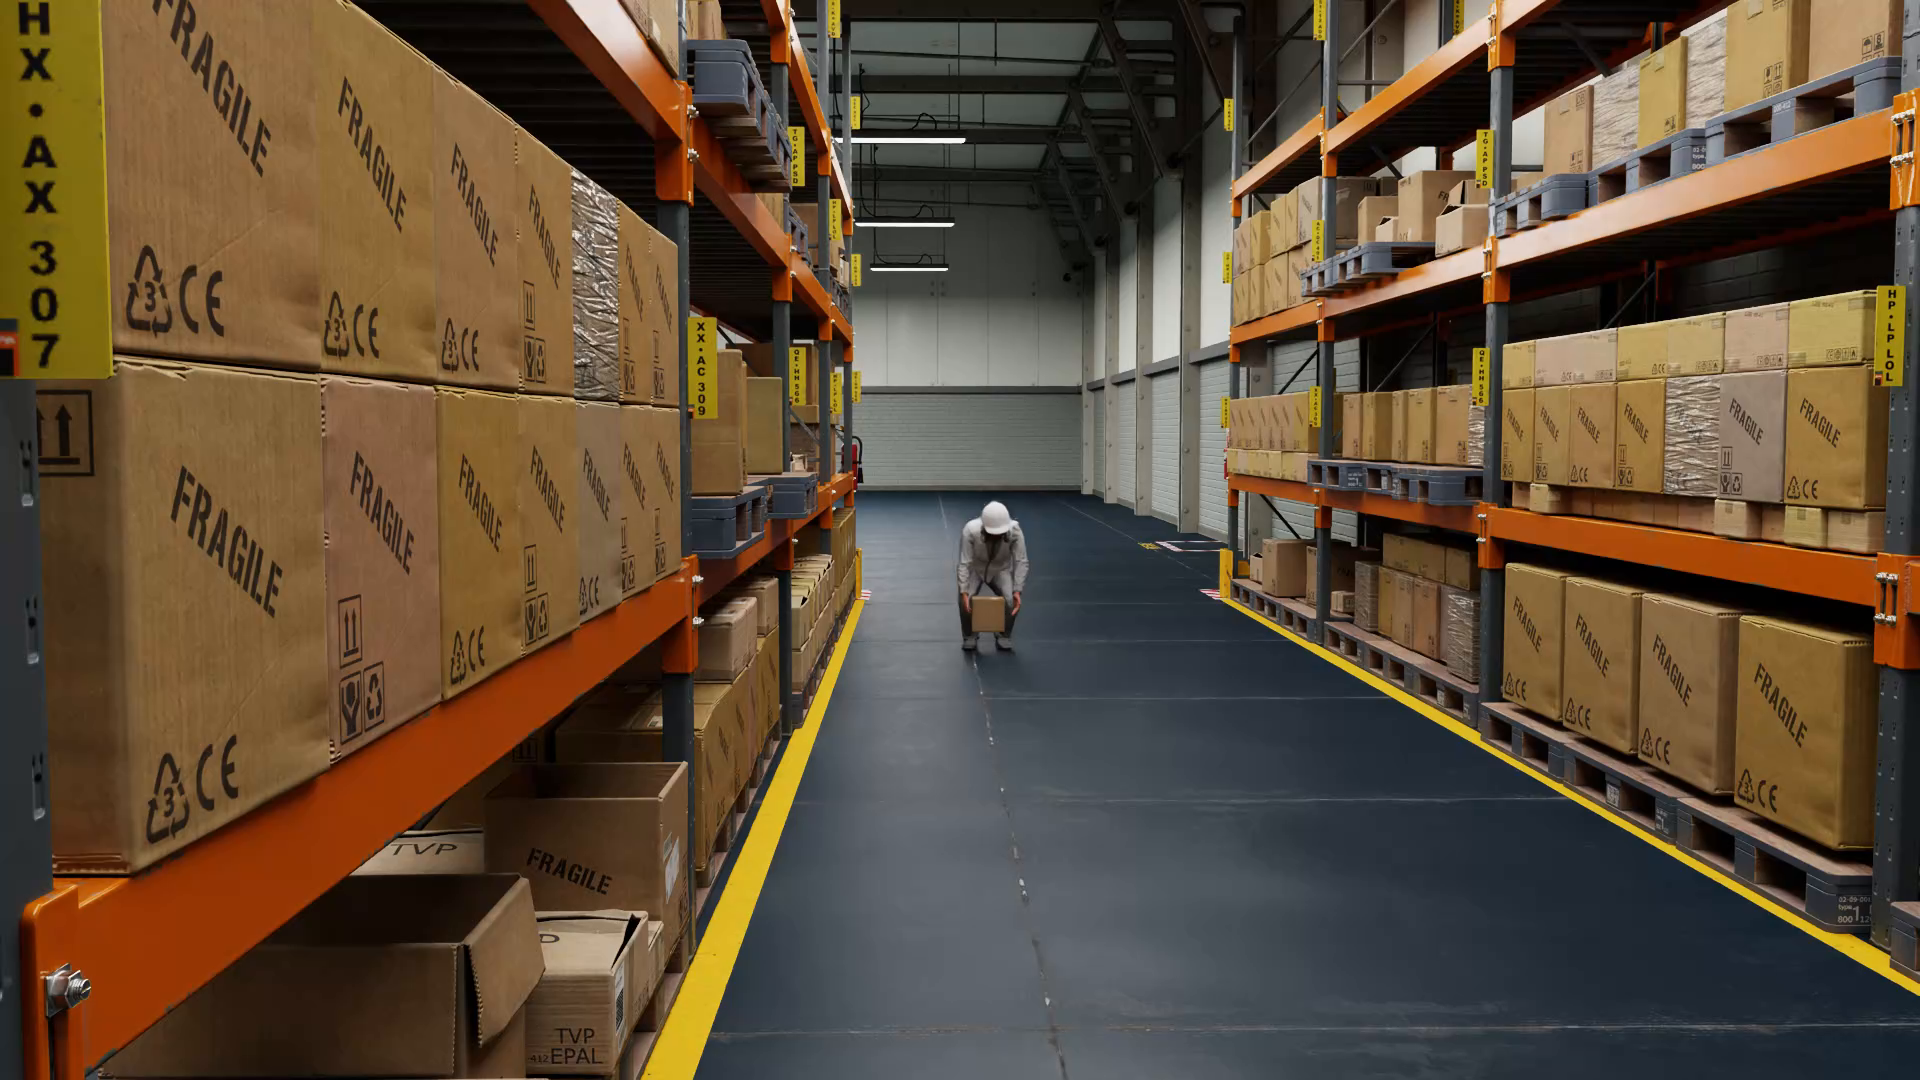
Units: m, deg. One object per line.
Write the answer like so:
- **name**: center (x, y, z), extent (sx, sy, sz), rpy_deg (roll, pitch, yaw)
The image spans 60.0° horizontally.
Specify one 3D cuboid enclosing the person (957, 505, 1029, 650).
- **person**: center (0.252, 0.291, 13.215), extent (0.565, 1.171, 0.856), rpy_deg (0, 4, -2)
